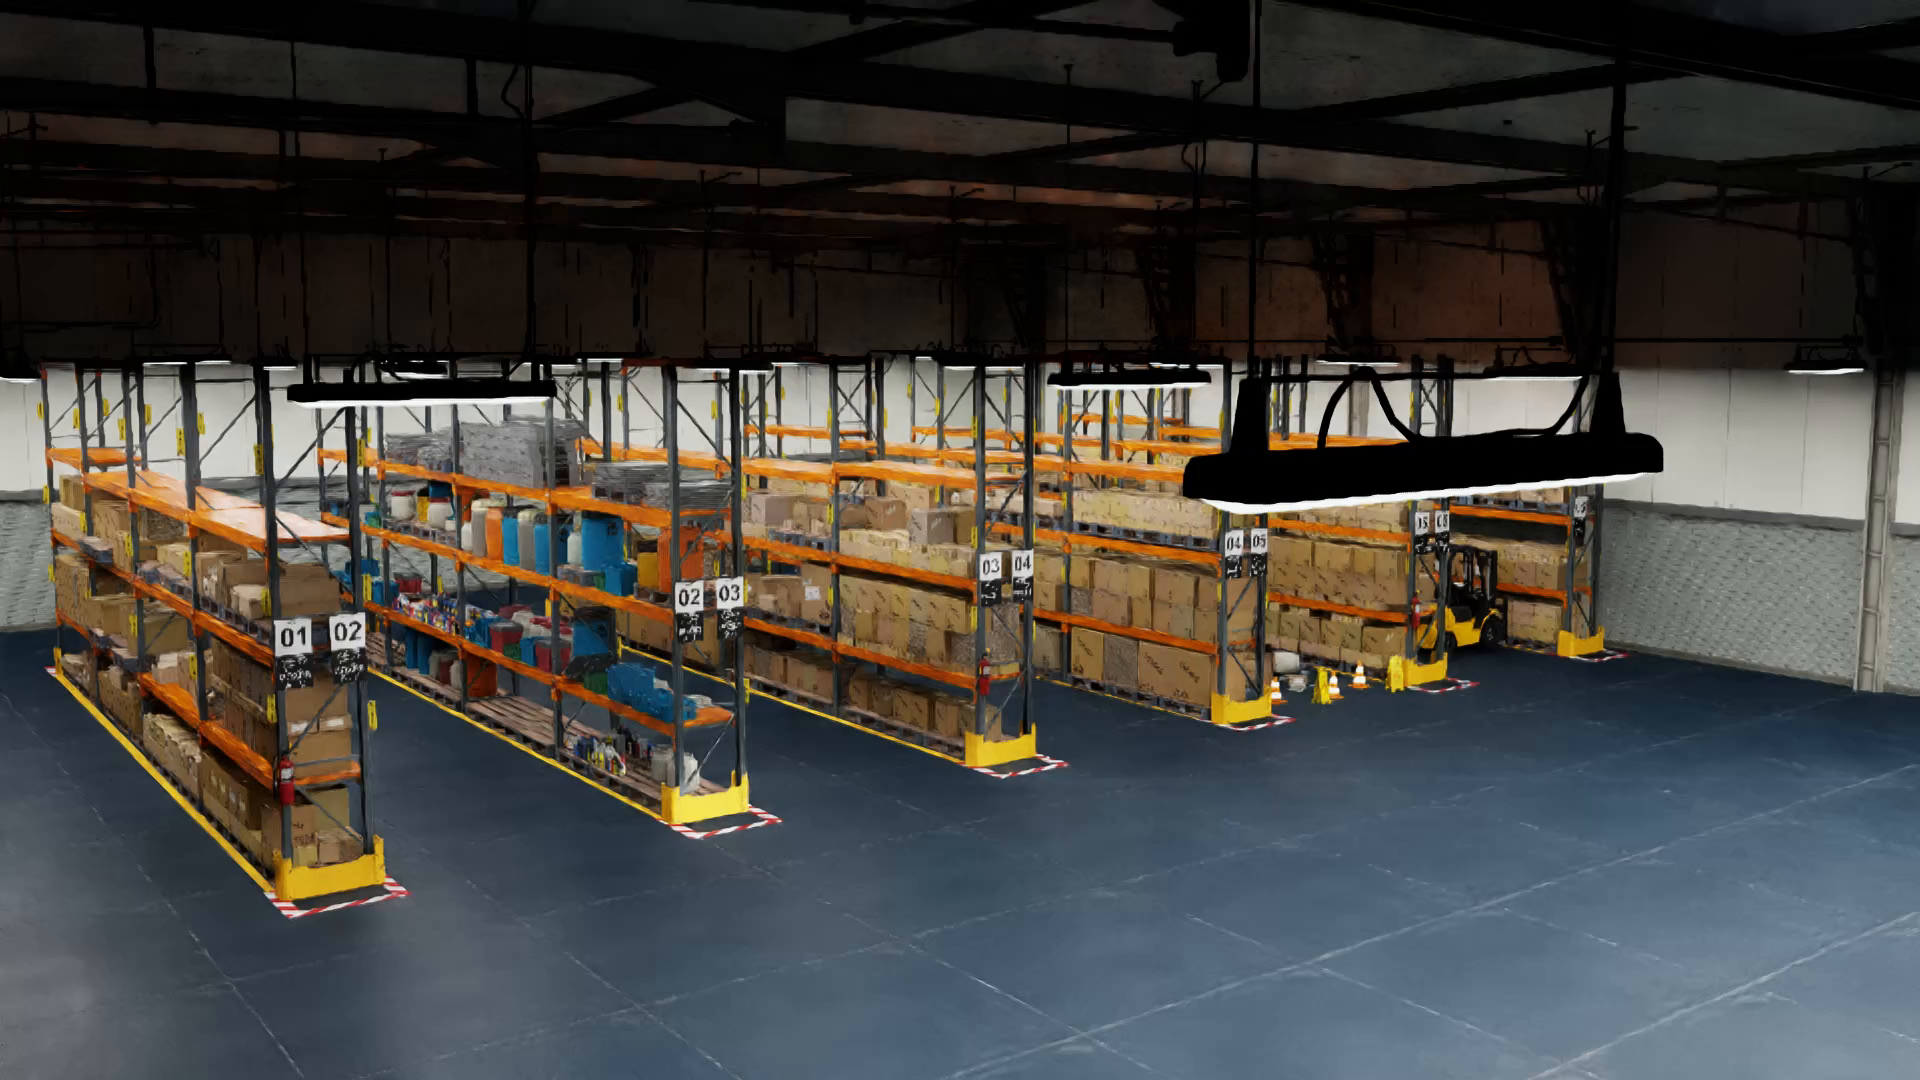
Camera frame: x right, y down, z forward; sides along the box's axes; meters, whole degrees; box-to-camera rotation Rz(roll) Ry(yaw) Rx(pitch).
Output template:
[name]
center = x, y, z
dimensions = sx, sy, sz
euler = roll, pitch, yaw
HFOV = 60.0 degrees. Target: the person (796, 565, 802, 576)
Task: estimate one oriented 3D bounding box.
[person]
center = -4.038, 0.357, 42.954
dimensions = 0.507, 1.656, 0.595
euler = 3, 7, 20
